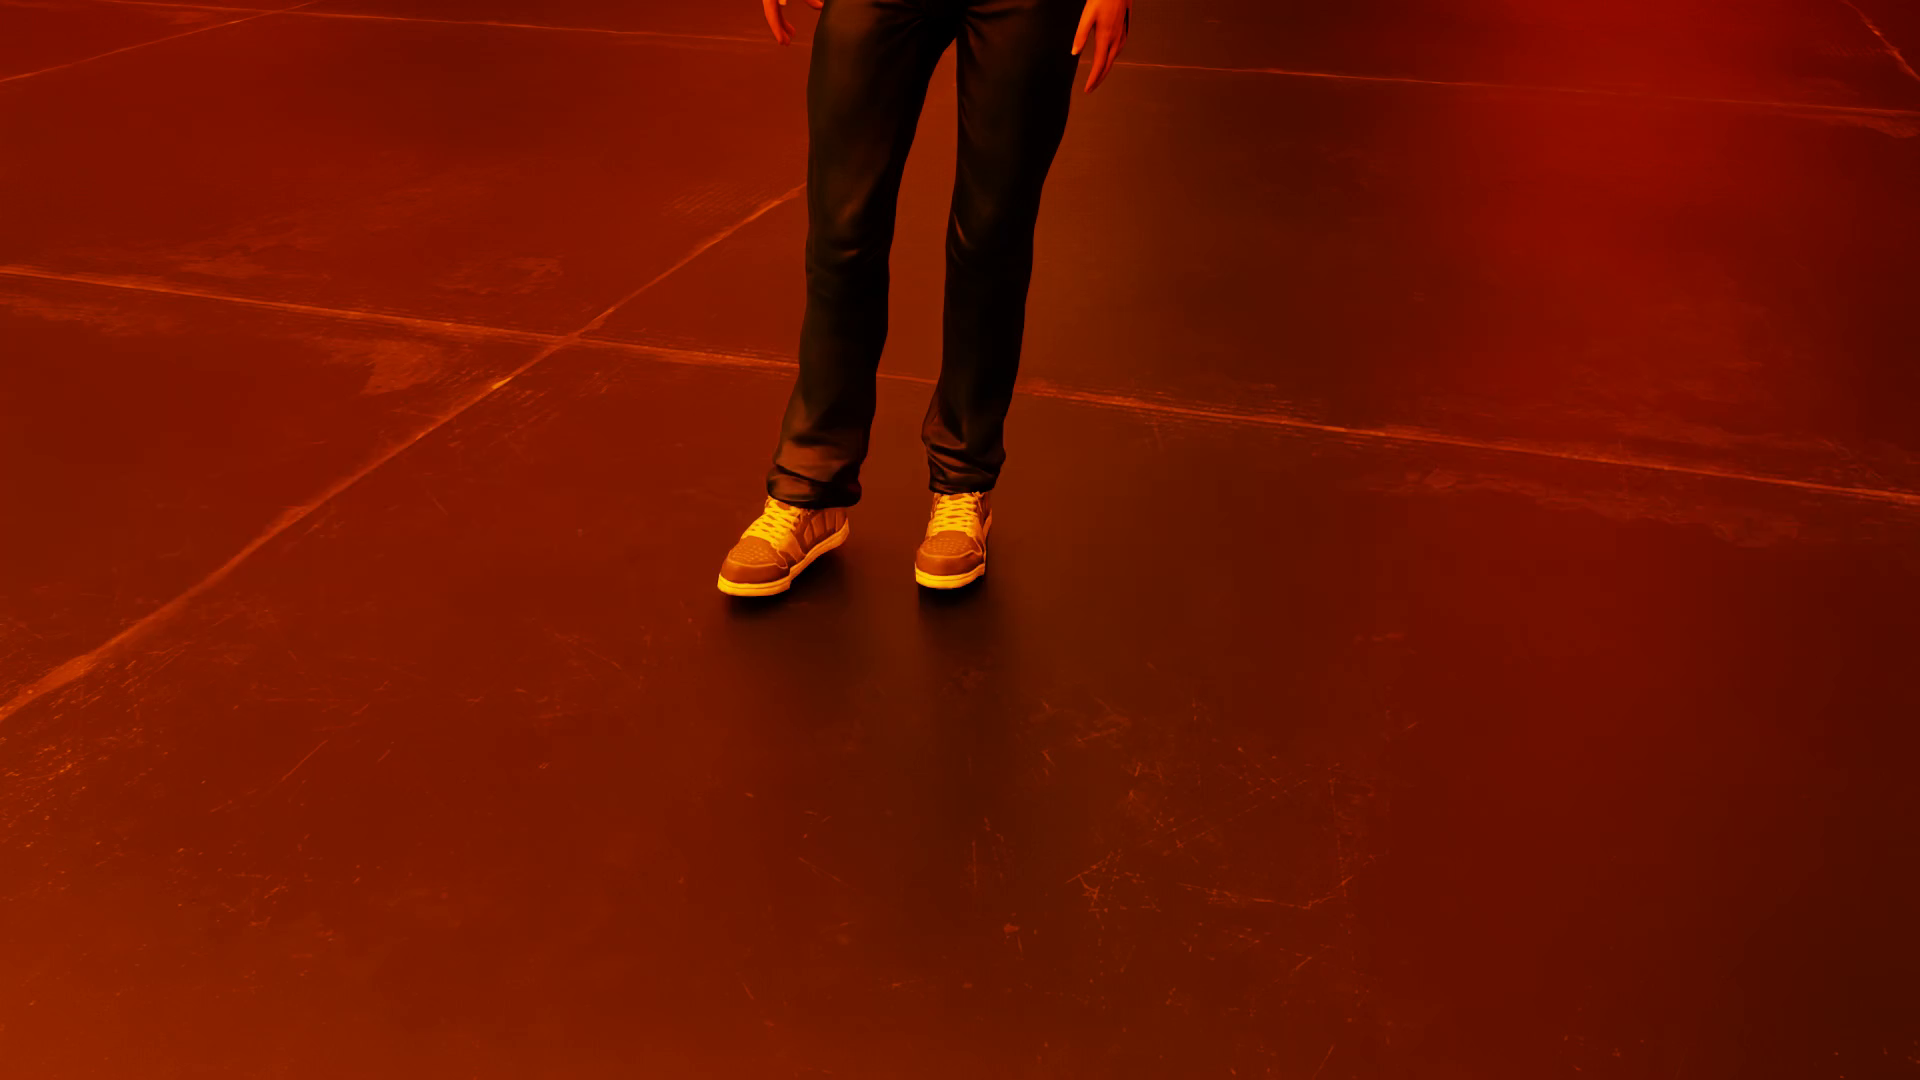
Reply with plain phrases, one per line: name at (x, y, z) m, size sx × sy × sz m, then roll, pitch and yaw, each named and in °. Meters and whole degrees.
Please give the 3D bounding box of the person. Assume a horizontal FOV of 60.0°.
person at (-0.039, -0.686, 2.078) m, size 0.512 × 1.590 × 0.476 m, roll 8°, pitch 28°, yaw 16°
